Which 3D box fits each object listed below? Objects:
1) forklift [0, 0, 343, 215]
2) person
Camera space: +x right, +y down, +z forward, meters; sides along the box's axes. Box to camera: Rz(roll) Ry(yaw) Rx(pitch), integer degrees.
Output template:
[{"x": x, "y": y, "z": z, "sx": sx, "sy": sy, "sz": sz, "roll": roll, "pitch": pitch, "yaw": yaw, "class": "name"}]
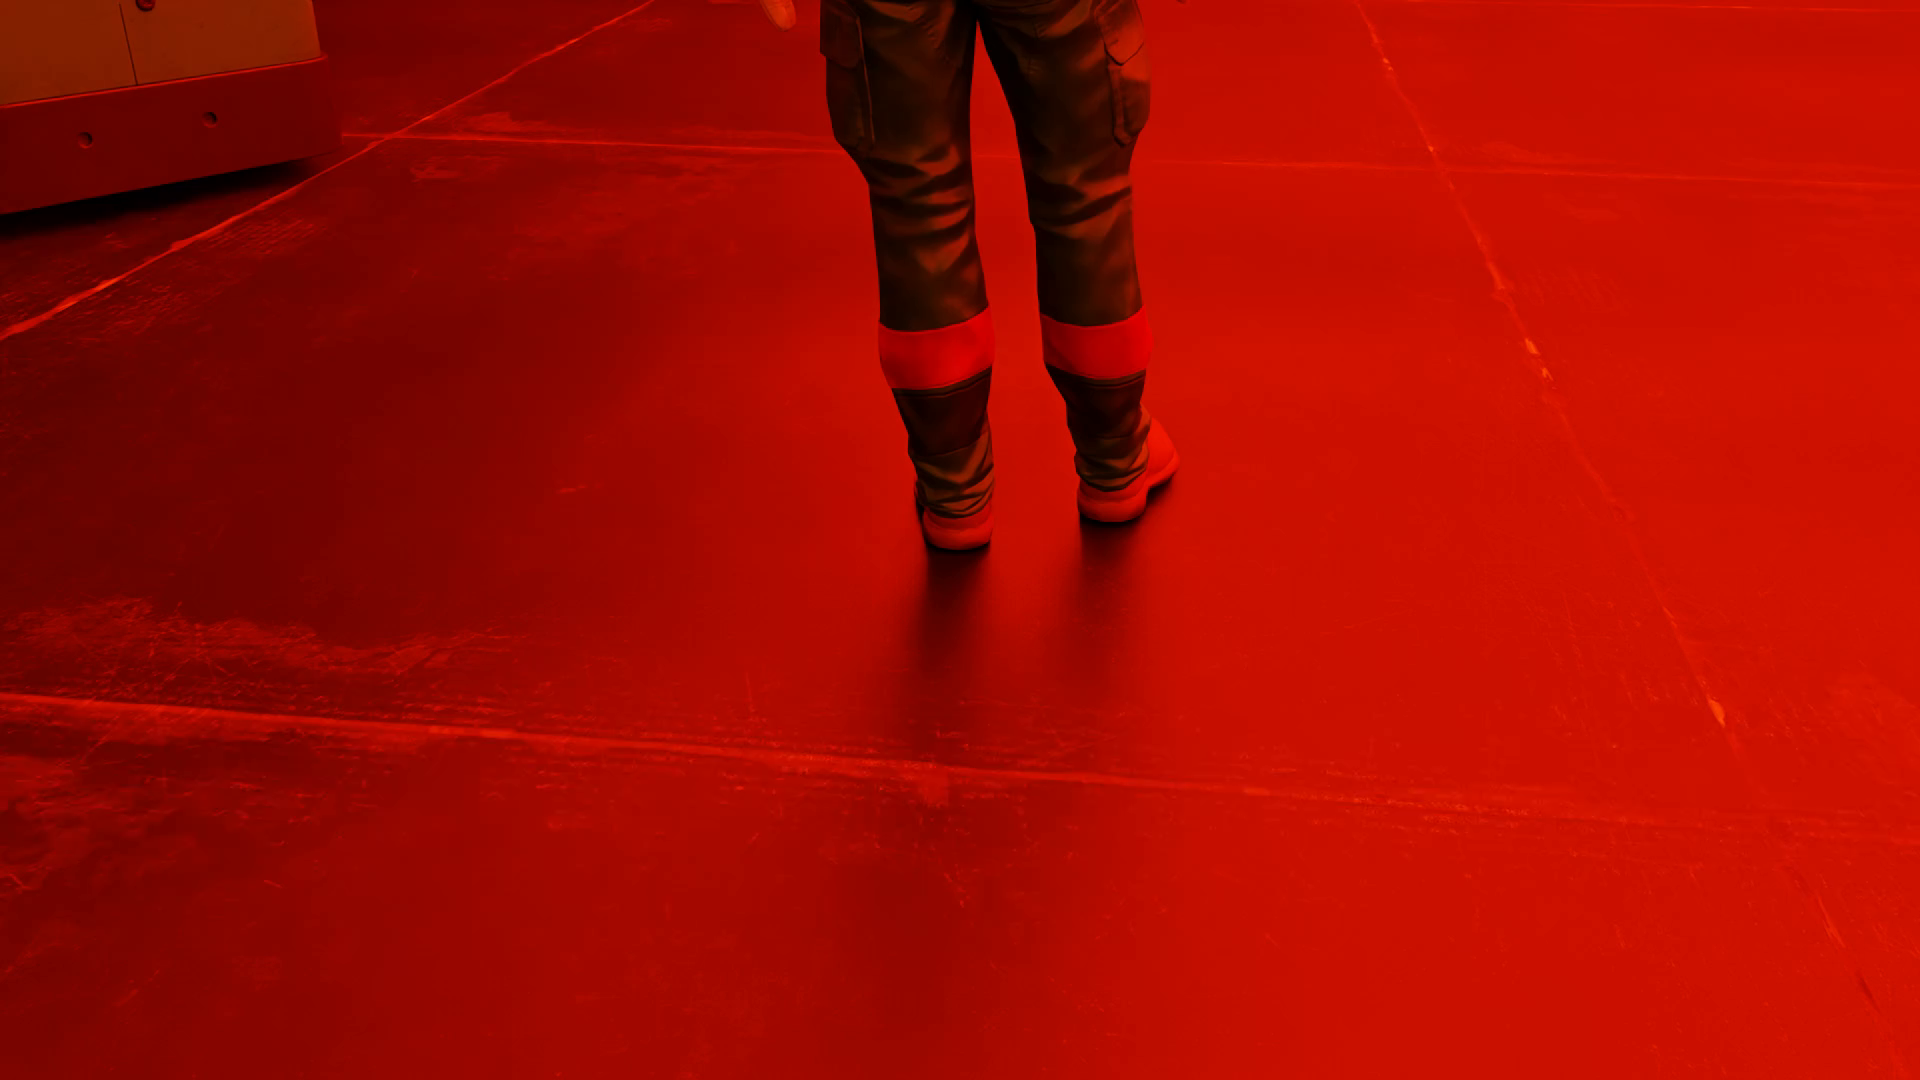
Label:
[{"x": -3.065, "y": -2.580, "z": 4.389, "sx": 3.031, "sy": 2.935, "sz": 1.130, "roll": 23, "pitch": 34, "yaw": 38, "class": "forklift"}, {"x": 0.022, "y": -0.842, "z": 2.167, "sx": 0.638, "sy": 1.787, "sz": 0.564, "roll": 3, "pitch": 27, "yaw": 7, "class": "person"}]
